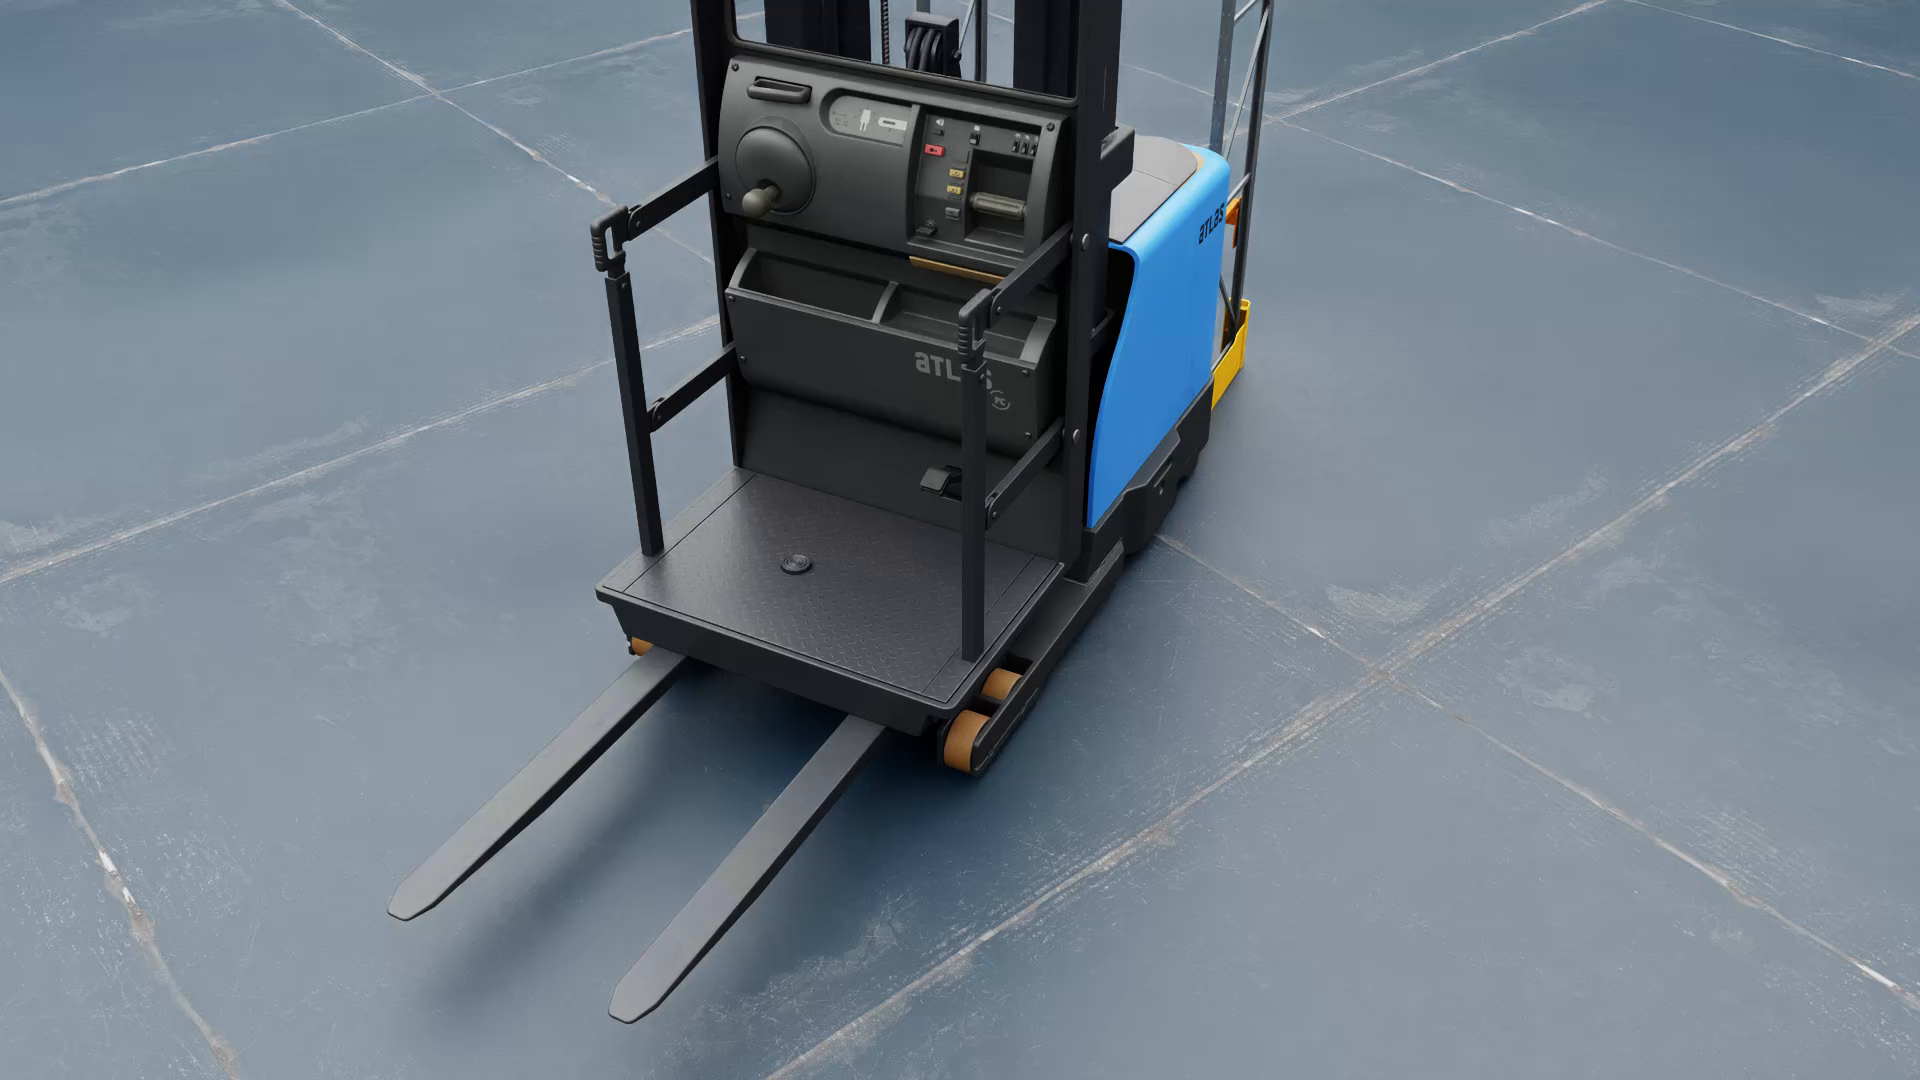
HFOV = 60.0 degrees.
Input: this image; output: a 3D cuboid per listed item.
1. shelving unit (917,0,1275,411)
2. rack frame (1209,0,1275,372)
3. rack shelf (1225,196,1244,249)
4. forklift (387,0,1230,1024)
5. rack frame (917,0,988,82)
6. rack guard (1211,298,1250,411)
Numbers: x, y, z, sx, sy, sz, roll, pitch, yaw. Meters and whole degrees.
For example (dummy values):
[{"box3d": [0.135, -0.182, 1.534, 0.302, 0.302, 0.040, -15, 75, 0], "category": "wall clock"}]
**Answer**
[{"box3d": [0.448, -1.255, 5.724, 1.083, 1.500, 0.587, 15, 38, 20], "category": "shelving unit"}, {"box3d": [0.900, -1.133, 5.551, 0.032, 1.500, 0.500, 15, 38, 20], "category": "rack frame"}, {"box3d": [0.440, -1.111, 5.831, 1.000, 0.185, 0.538, 15, 38, 20], "category": "rack shelf"}, {"box3d": [-0.286, -0.877, 3.952, 1.130, 2.935, 3.031, 17, 39, 22], "category": "forklift"}, {"box3d": [-0.021, -1.382, 5.904, 0.032, 1.500, 0.500, 15, 38, 20], "category": "rack frame"}, {"box3d": [0.898, -0.623, 5.913, 0.087, 0.250, 0.587, 15, 38, 20], "category": "rack guard"}]
